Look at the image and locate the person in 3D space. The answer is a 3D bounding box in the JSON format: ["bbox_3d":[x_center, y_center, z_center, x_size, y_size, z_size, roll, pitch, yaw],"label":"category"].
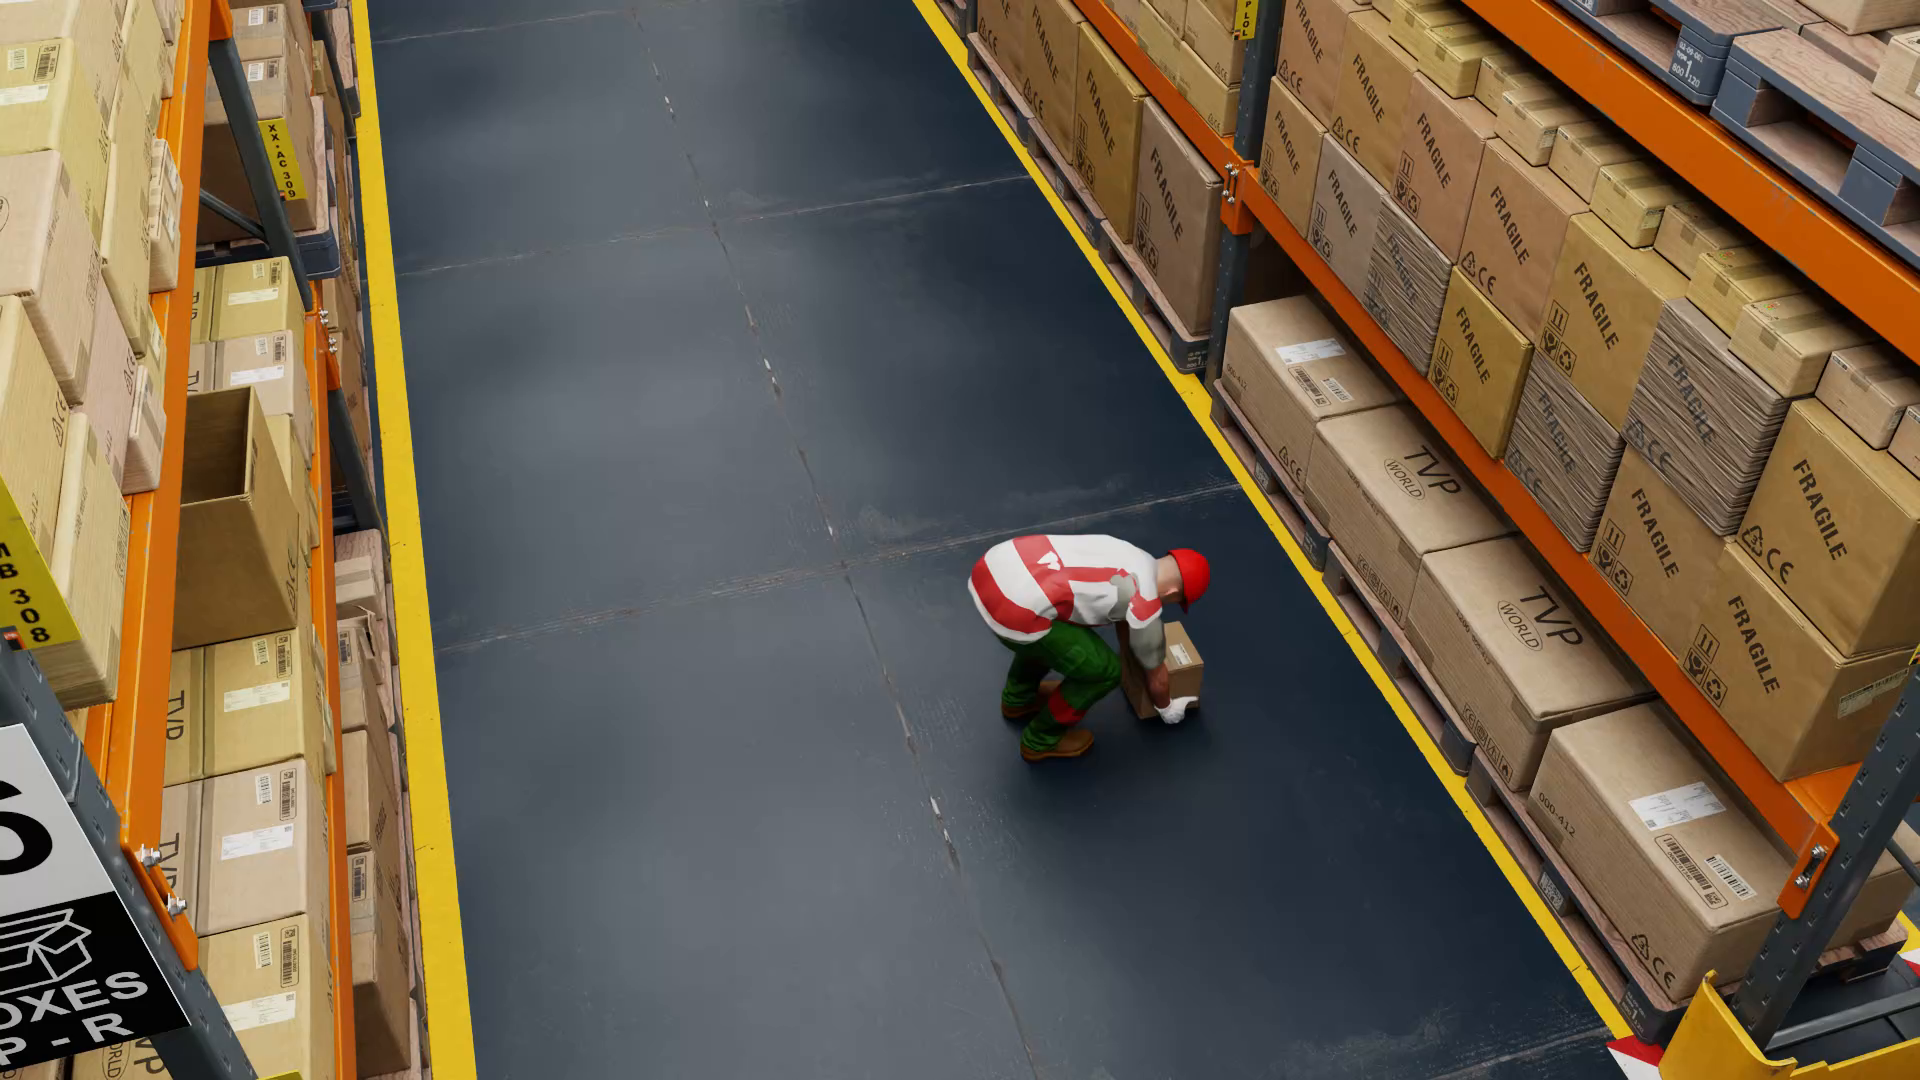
[{"bbox_3d":[0.316,0.080,6.058,0.438,1.781,0.574,-13,44,-14],"label":"person"}]
